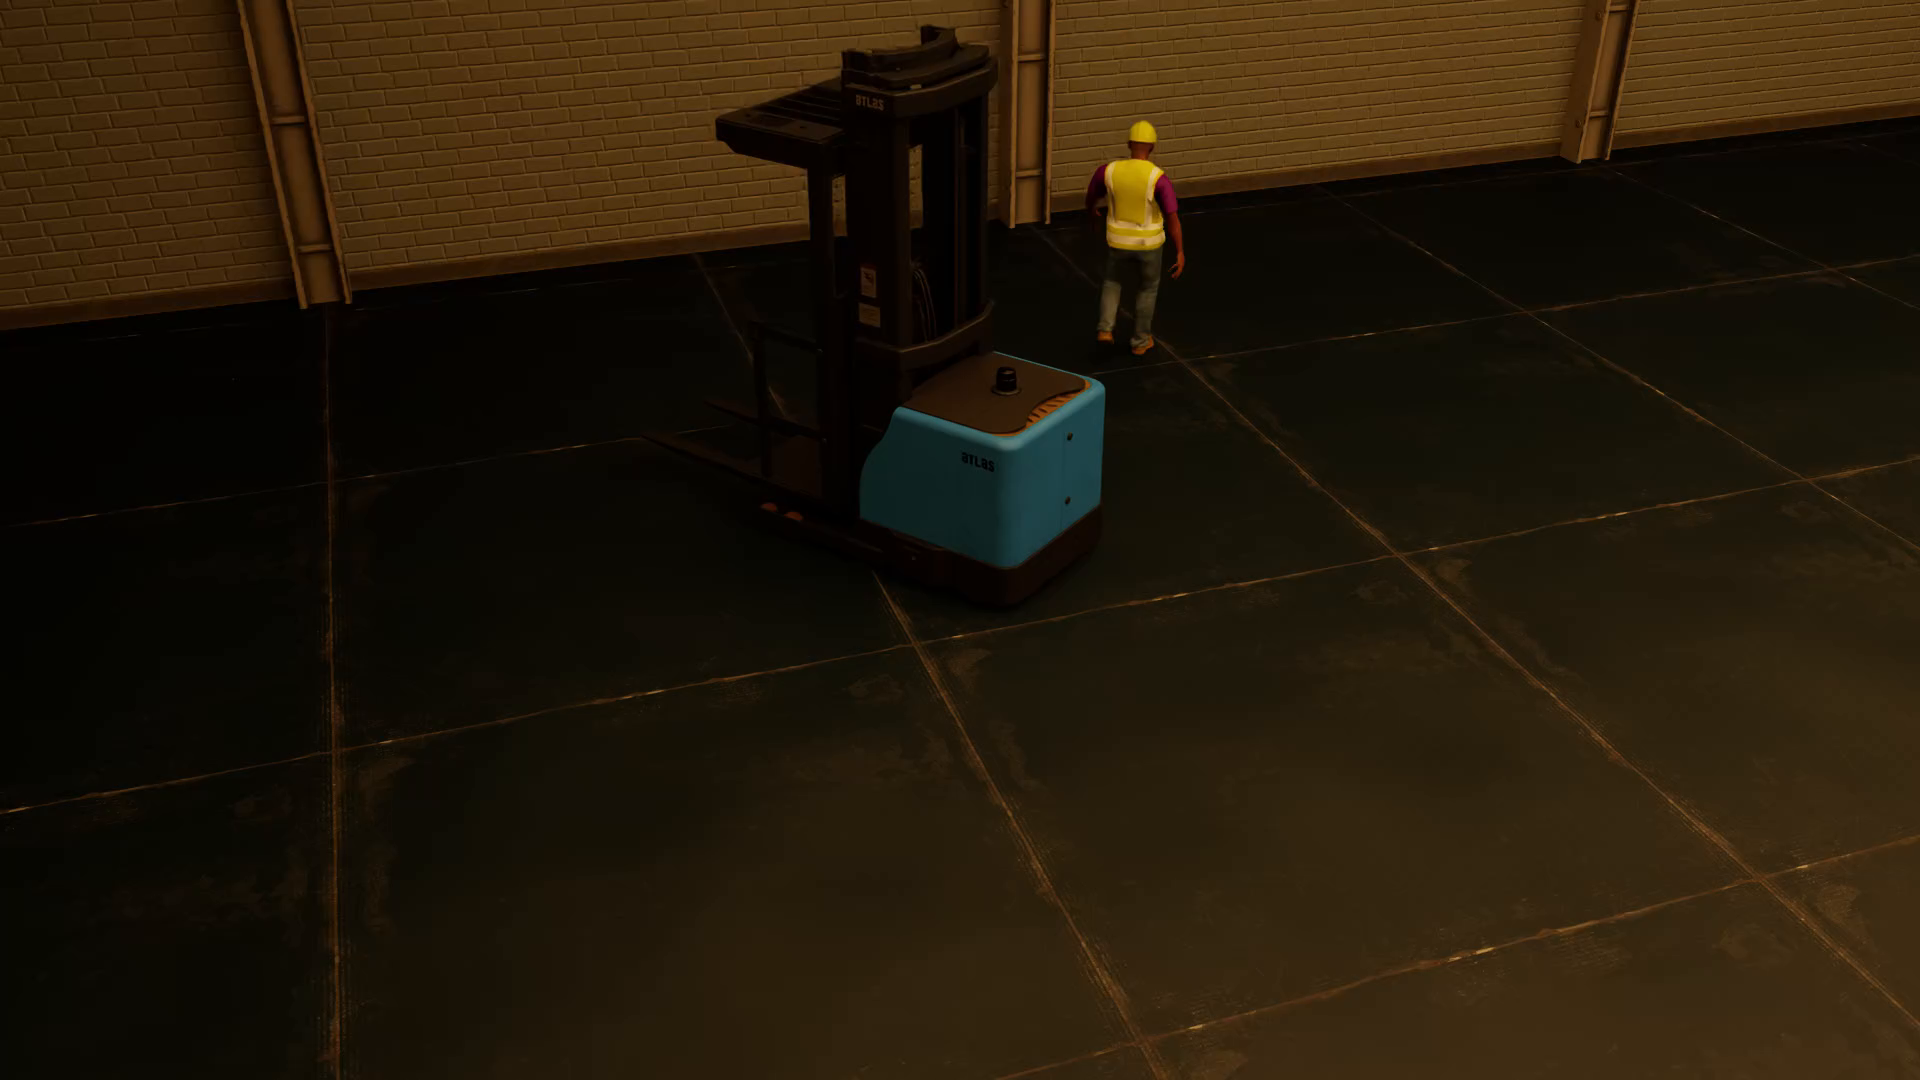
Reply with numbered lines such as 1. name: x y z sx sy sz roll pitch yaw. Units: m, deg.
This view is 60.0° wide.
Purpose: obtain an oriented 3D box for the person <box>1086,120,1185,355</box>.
1. person: 1.259 -2.160 12.028 0.829 1.747 0.593 11 32 18

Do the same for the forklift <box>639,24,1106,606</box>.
1. forklift: -0.654 -1.470 9.642 3.031 2.935 1.130 19 35 30
